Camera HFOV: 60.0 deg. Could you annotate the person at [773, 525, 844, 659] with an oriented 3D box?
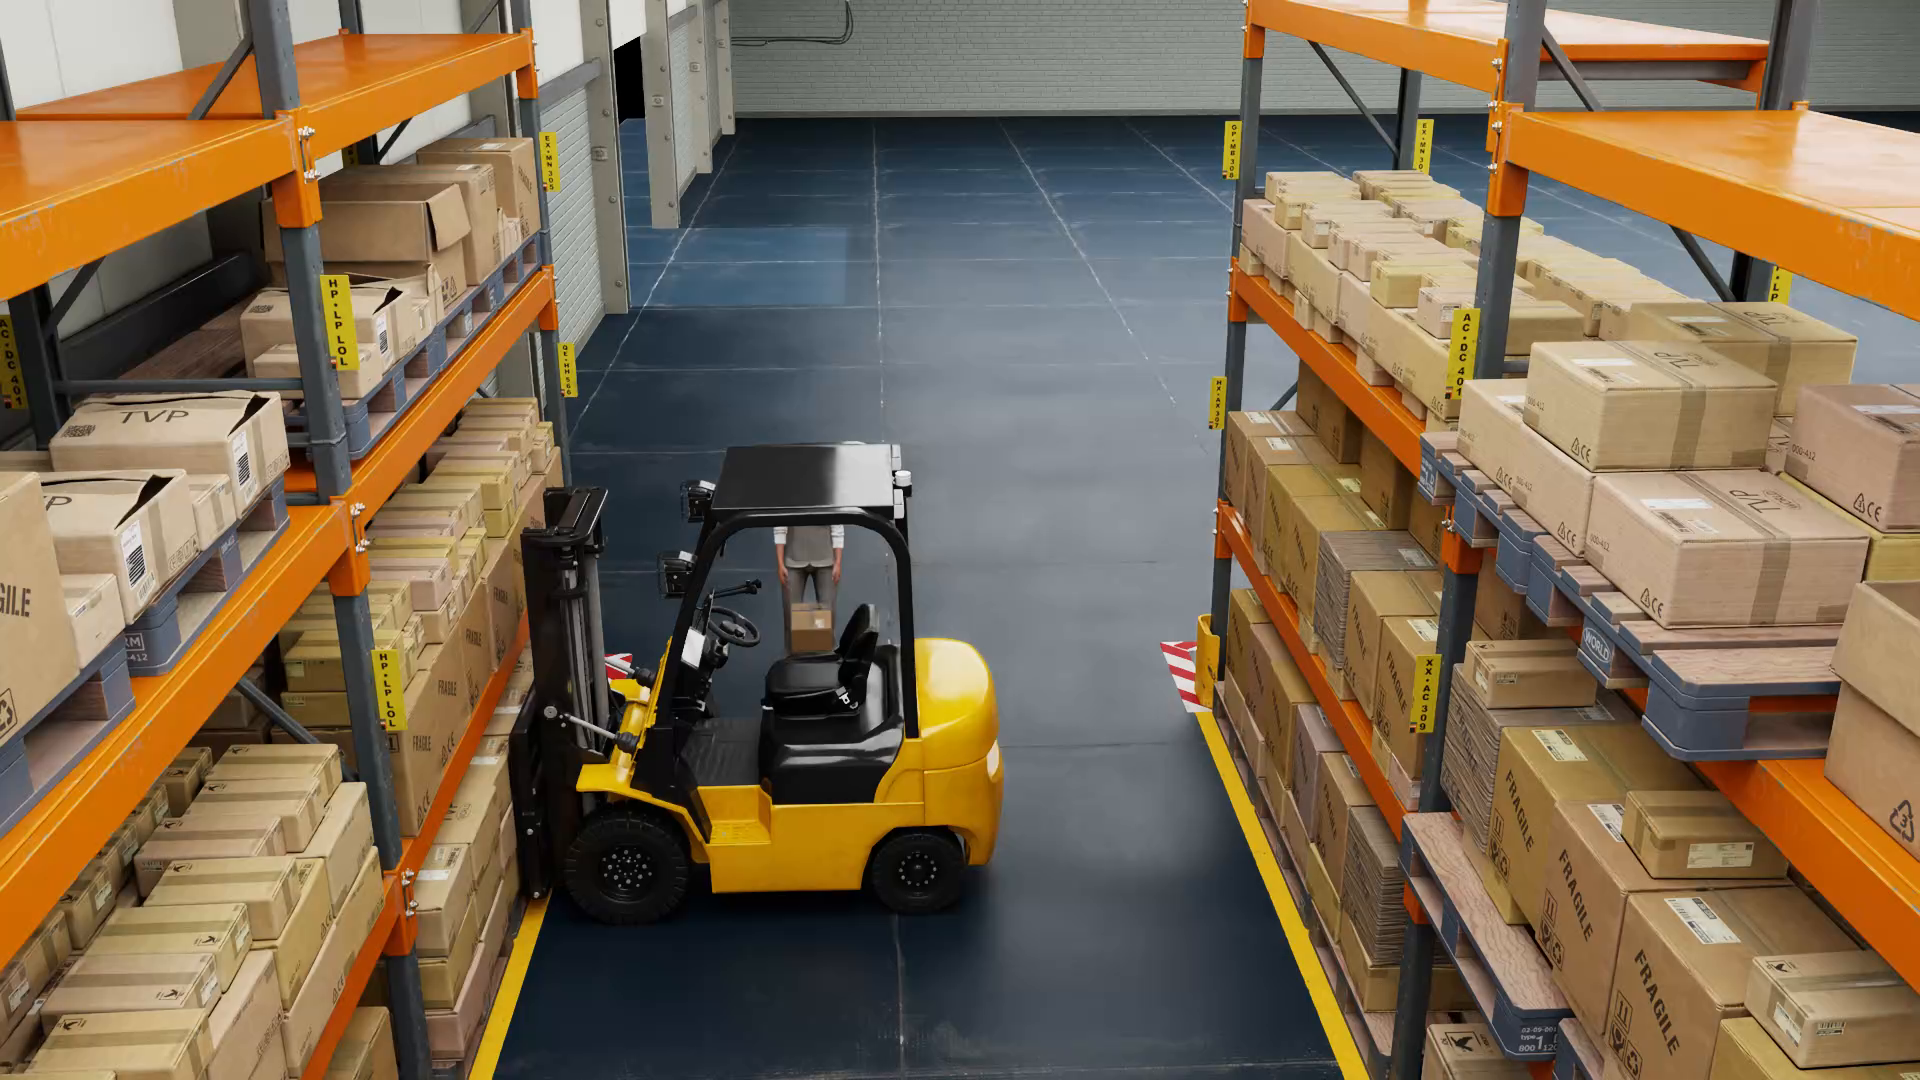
[{"bbox_3d":[-0.960,0.169,10.640,0.453,1.597,0.342,-2,21,-4],"label":"person"}]
